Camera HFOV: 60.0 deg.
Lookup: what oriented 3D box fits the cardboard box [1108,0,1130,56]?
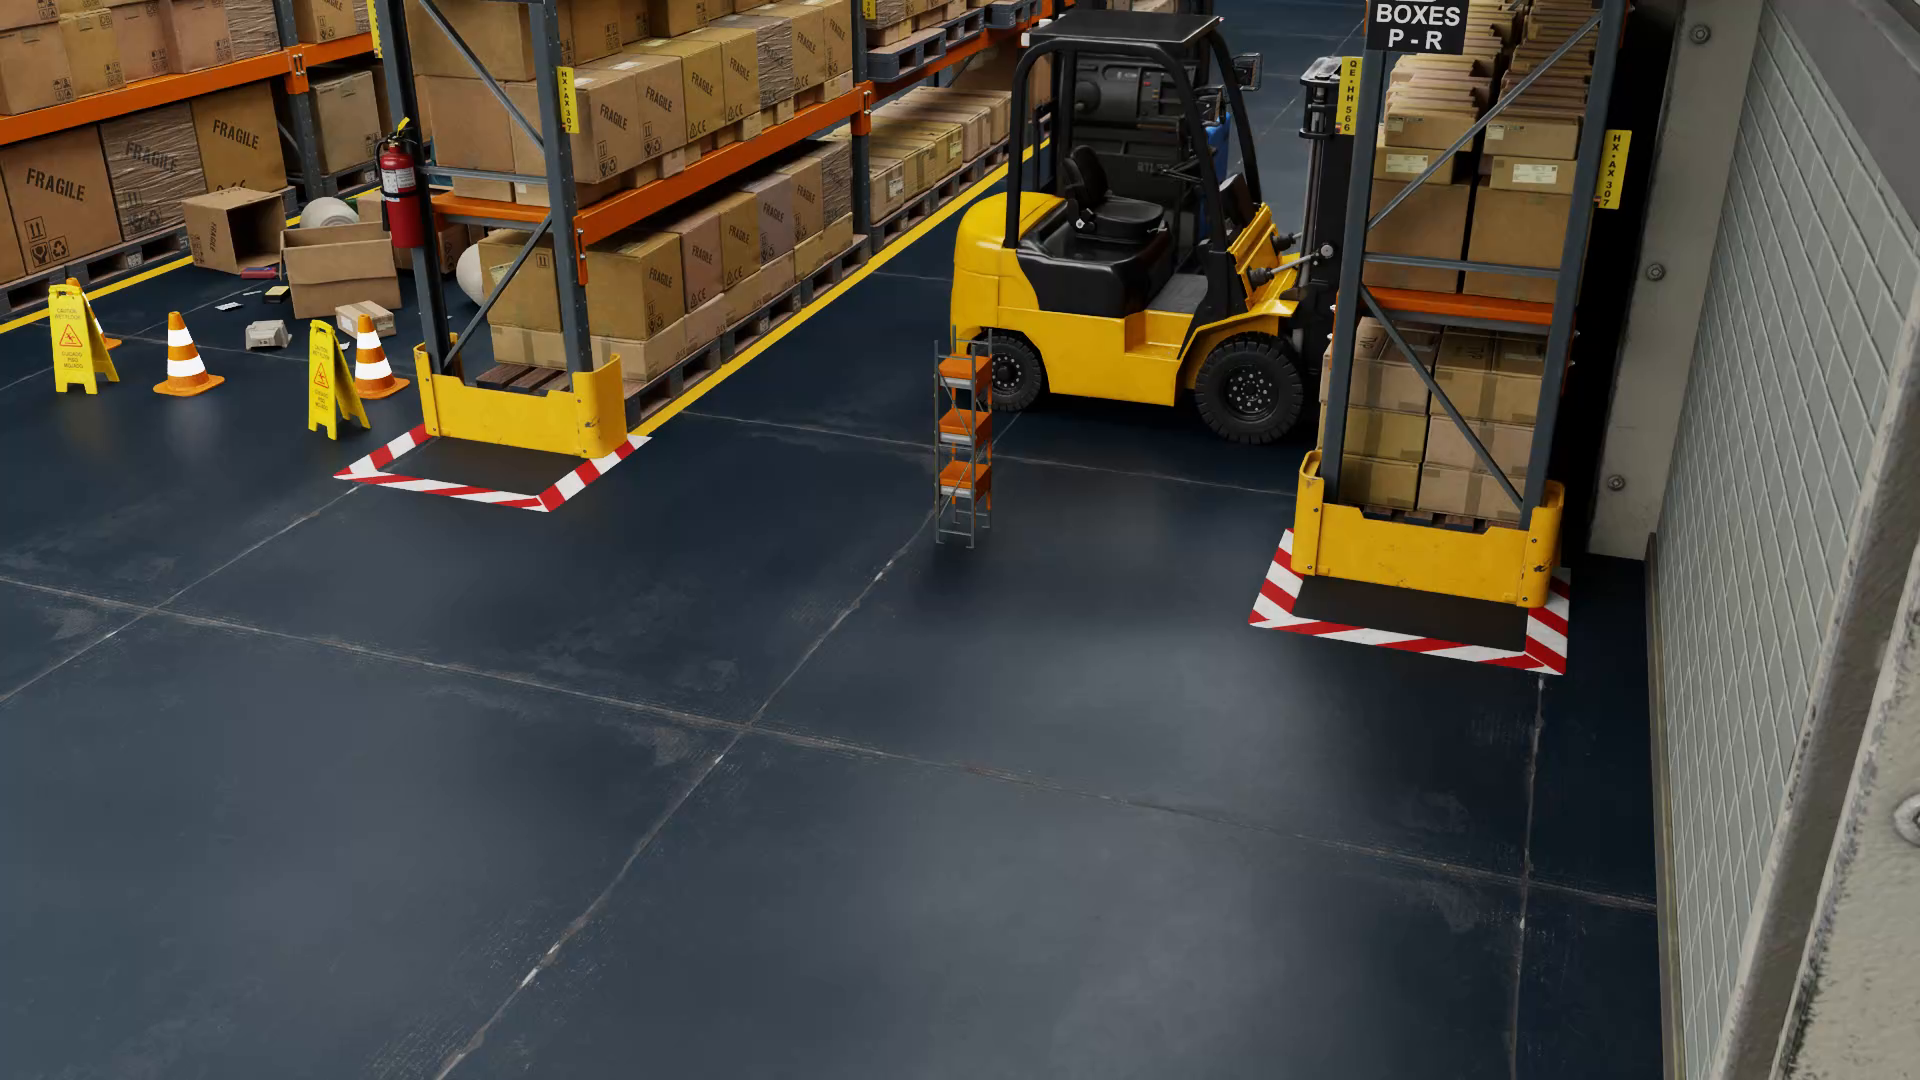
[{"bbox_3d":[1.365,-5.811,18.766,0.875,0.875,0.875,10,27,19],"label":"cardboard box"}]

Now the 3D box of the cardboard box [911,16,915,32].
[{"bbox_3d":[-0.571,-4.043,12.965,0.380,0.149,0.250,11,28,21],"label":"cardboard box"}]

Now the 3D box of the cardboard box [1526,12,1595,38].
[{"bbox_3d":[3.572,-3.038,9.881,0.380,0.149,0.250,8,27,16],"label":"cardboard box"}]

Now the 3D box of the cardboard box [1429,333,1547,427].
[{"bbox_3d":[2.523,-0.767,7.917,0.500,0.250,0.500,8,27,17],"label":"cardboard box"}]

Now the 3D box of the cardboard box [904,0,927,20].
[{"bbox_3d":[-0.574,-4.282,12.714,0.500,0.500,0.500,9,27,18],"label":"cardboard box"}]

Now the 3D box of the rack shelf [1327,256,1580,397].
[{"bbox_3d":[2.850,-1.693,9.131,1.077,0.370,4.000,9,27,17],"label":"rack shelf"}]

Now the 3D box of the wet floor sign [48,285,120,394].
[{"bbox_3d":[-5.341,-1.231,10.052,0.267,0.644,0.232,4,26,8],"label":"wet floor sign"}]

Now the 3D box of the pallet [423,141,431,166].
[{"bbox_3d":[-5.278,-3.809,15.876,1.003,0.211,1.213,9,27,17],"label":"pallet"}]

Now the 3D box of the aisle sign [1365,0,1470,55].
[{"bbox_3d":[1.886,-2.381,6.742,0.394,0.787,0.004,9,27,17],"label":"aisle sign"}]

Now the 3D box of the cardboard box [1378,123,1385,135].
[{"bbox_3d":[2.093,-1.825,7.717,0.380,0.149,0.250,9,27,18],"label":"cardboard box"}]

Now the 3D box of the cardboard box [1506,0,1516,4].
[{"bbox_3d":[3.729,-3.776,11.748,0.380,0.149,0.250,8,27,16],"label":"cardboard box"}]

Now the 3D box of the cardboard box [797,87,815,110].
[{"bbox_3d":[-1.223,-3.068,11.434,0.380,0.149,0.250,9,27,18],"label":"cardboard box"}]

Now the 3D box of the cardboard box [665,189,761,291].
[{"bbox_3d":[-1.616,-1.924,10.595,0.500,0.500,0.500,9,27,18],"label":"cardboard box"}]

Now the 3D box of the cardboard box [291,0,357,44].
[{"bbox_3d":[-5.439,-4.456,13.896,0.500,0.500,0.500,9,27,18],"label":"cardboard box"}]

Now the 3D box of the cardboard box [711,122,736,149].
[{"bbox_3d":[-1.624,-2.543,10.349,0.380,0.149,0.250,8,27,16],"label":"cardboard box"}]

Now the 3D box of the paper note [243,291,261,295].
[{"bbox_3d":[-5.058,-1.766,11.885,0.123,0.001,0.032,-20,33,-36],"label":"paper note"}]

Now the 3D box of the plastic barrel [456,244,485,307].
[{"bbox_3d":[-3.238,-1.822,11.528,0.421,0.421,0.512,-14,29,-27],"label":"plastic barrel"}]

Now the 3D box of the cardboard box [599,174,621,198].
[{"bbox_3d":[-2.119,-2.016,9.260,0.380,0.149,0.250,9,27,18],"label":"cardboard box"}]

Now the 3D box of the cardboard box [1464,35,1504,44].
[{"bbox_3d":[2.776,-2.681,9.145,0.380,0.149,0.250,9,27,17],"label":"cardboard box"}]

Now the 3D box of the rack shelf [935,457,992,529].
[{"bbox_3d":[0.018,-0.235,8.192,0.215,0.259,0.240,9,27,17],"label":"rack shelf"}]

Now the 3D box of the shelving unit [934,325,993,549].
[{"bbox_3d":[0.018,-0.495,8.067,0.215,1.050,0.252,9,27,17],"label":"shelving unit"}]

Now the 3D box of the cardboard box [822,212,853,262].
[{"bbox_3d":[-1.109,-2.227,12.080,0.500,0.250,0.500,10,28,20],"label":"cardboard box"}]

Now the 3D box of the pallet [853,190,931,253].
[{"bbox_3d":[-0.908,-2.622,13.424,1.003,0.211,1.213,9,27,17],"label":"pallet"}]

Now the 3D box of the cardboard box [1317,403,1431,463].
[{"bbox_3d":[2.052,-0.617,8.182,0.500,0.250,0.500,8,27,17],"label":"cardboard box"}]

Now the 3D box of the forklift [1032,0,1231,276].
[{"bbox_3d":[1.072,-3.040,11.166,1.130,2.935,3.031,9,27,17],"label":"forklift"}]

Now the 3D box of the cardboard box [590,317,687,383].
[{"bbox_3d":[-1.968,-1.156,9.869,0.500,0.250,0.500,9,27,17],"label":"cardboard box"}]

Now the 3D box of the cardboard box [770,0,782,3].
[{"bbox_3d":[-1.517,-4.037,11.542,0.700,0.500,0.500,8,27,17],"label":"cardboard box"}]

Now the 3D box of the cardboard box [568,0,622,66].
[{"bbox_3d":[-2.358,-2.991,9.382,0.700,0.500,0.500,9,27,18],"label":"cardboard box"}]

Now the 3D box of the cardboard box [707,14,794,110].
[{"bbox_3d":[-1.413,-3.091,10.736,0.500,0.500,0.500,10,27,19],"label":"cardboard box"}]

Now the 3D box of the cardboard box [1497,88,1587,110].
[{"bbox_3d":[2.691,-1.986,7.710,0.380,0.149,0.250,9,27,18],"label":"cardboard box"}]

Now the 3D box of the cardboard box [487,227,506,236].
[{"bbox_3d":[-3.461,-2.303,12.702,0.258,0.266,0.396,-9,27,-18],"label":"cardboard box"}]

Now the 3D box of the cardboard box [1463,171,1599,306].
[{"bbox_3d":[2.612,-1.403,7.592,0.500,0.500,0.500,10,27,19],"label":"cardboard box"}]

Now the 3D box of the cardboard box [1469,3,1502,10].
[{"bbox_3d":[3.130,-3.222,10.262,0.380,0.149,0.250,9,27,18],"label":"cardboard box"}]

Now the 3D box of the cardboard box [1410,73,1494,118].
[{"bbox_3d":[2.373,-2.153,8.053,0.380,0.149,0.250,9,27,18],"label":"cardboard box"}]

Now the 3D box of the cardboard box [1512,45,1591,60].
[{"bbox_3d":[3.124,-2.514,8.799,0.380,0.149,0.250,10,27,19],"label":"cardboard box"}]

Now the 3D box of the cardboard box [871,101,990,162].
[{"bbox_3d":[-0.270,-3.672,14.926,0.950,0.372,0.625,8,27,16],"label":"cardboard box"}]

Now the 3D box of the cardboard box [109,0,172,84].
[{"bbox_3d":[-6.432,-3.714,12.306,0.875,0.550,0.550,9,27,17],"label":"cardboard box"}]

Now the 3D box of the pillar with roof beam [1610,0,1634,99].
[{"bbox_3d":[3.200,-9.606,17.764,9.100,9.000,0.400,9,27,17],"label":"pillar with roof beam"}]

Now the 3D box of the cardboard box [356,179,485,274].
[{"bbox_3d":[-3.997,-2.325,12.320,0.797,0.637,0.503,9,27,17],"label":"cardboard box"}]

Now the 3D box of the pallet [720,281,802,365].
[{"bbox_3d":[-1.761,-1.518,11.143,1.003,0.211,1.213,9,27,17],"label":"pallet"}]

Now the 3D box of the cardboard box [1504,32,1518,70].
[{"bbox_3d":[3.438,-3.235,11.088,0.500,0.250,0.500,8,27,16],"label":"cardboard box"}]

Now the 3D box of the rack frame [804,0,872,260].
[{"bbox_3d":[-1.166,-3.557,12.155,1.000,3.000,0.127,9,27,17],"label":"rack frame"}]

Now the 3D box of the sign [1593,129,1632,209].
[{"bbox_3d":[2.706,-1.537,6.899,0.100,0.325,0.005,9,27,17],"label":"sign"}]

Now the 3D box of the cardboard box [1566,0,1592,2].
[{"bbox_3d":[4.230,-3.701,11.593,0.380,0.149,0.250,9,27,17],"label":"cardboard box"}]

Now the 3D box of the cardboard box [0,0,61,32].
[{"bbox_3d":[-6.628,-3.740,11.121,0.875,0.550,0.550,9,27,17],"label":"cardboard box"}]

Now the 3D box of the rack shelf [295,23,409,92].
[{"bbox_3d":[-5.202,-4.732,15.406,1.077,0.370,4.000,9,27,17],"label":"rack shelf"}]

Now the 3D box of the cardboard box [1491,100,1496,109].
[{"bbox_3d":[2.609,-2.111,9.053,0.500,0.500,0.500,9,27,18],"label":"cardboard box"}]
